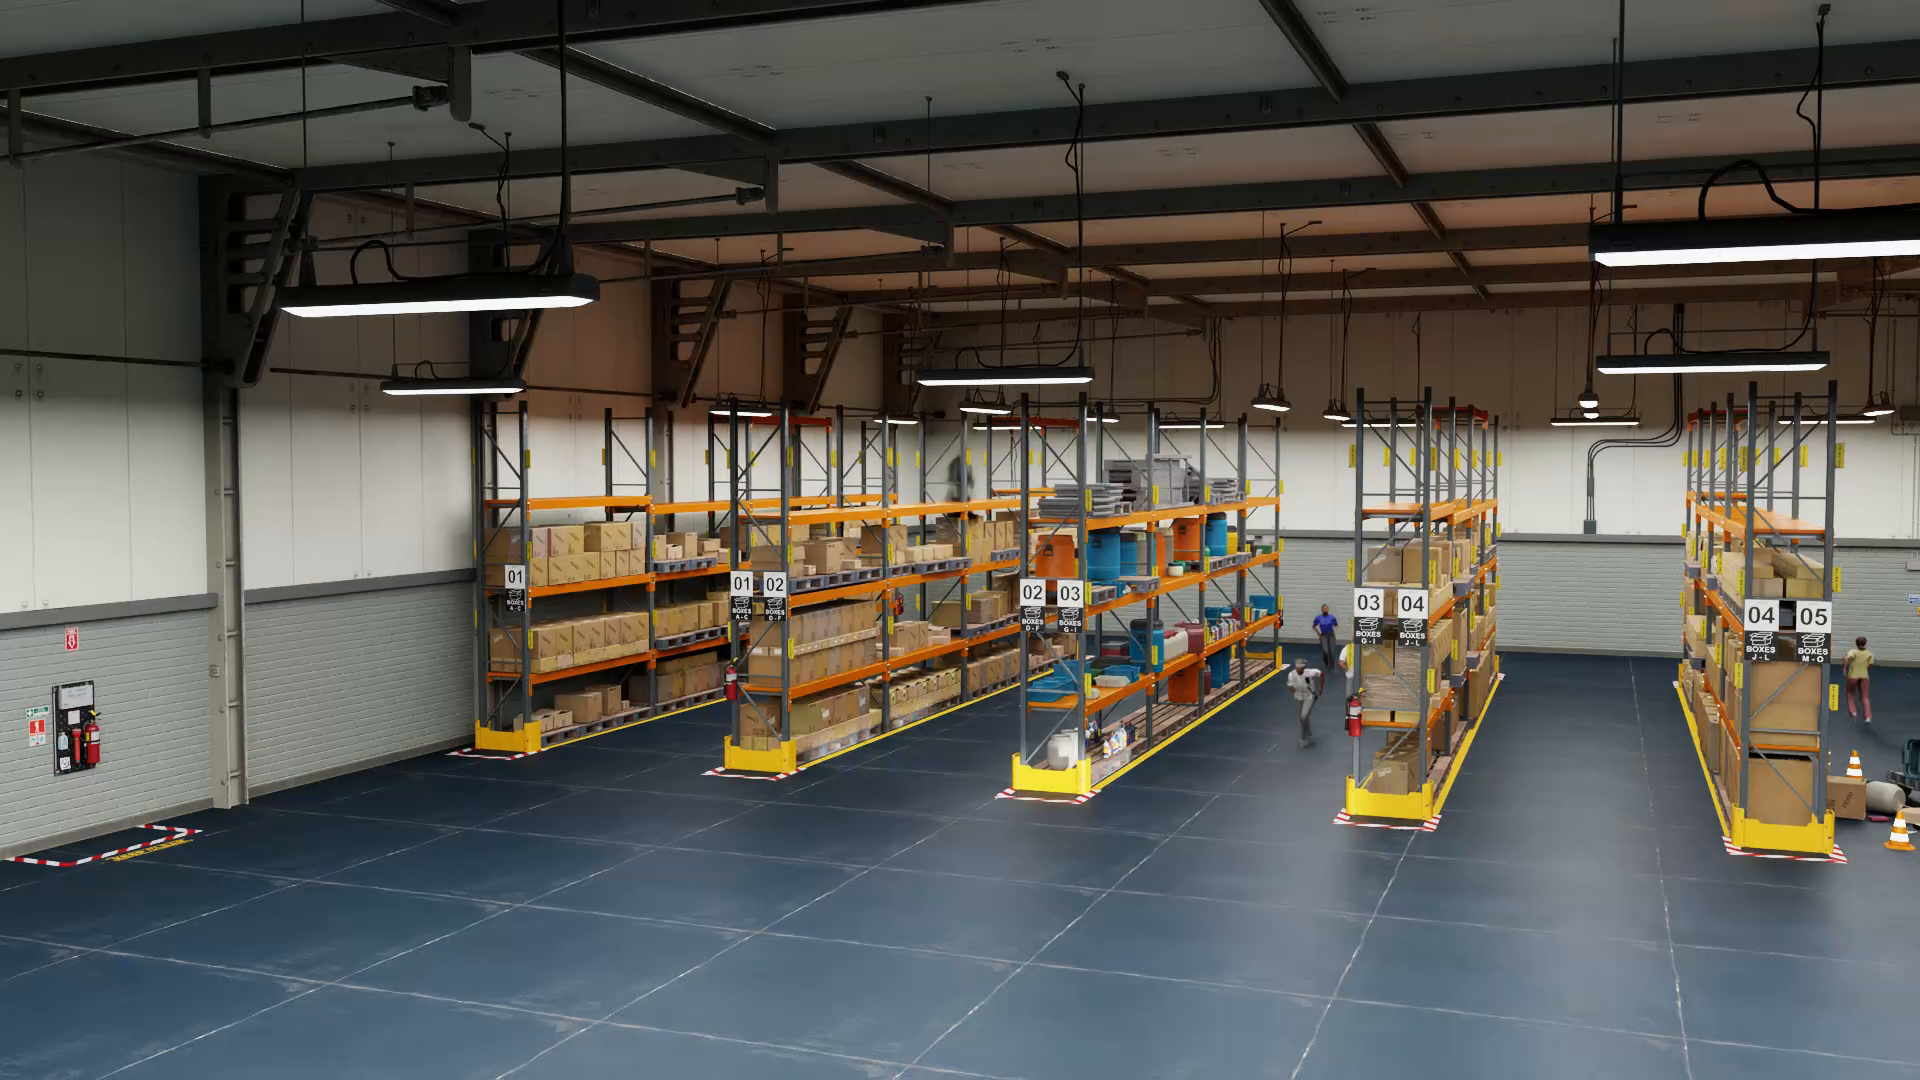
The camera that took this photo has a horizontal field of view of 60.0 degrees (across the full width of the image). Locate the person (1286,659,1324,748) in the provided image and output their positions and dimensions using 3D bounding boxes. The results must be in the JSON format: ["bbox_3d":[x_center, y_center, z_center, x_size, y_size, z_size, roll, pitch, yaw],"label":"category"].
[{"bbox_3d":[6.041,2.842,29.025,0.614,1.594,0.960,1,3,26],"label":"person"}]

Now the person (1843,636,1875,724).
[{"bbox_3d":[16.851,2.655,31.184,0.579,1.688,0.846,1,3,17],"label":"person"}]

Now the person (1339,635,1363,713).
[{"bbox_3d":[7.561,2.599,31.642,0.714,1.733,0.791,1,3,16],"label":"person"}]

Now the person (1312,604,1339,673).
[{"bbox_3d":[8.554,2.313,38.824,0.589,1.593,0.586,0,3,3],"label":"person"}]
